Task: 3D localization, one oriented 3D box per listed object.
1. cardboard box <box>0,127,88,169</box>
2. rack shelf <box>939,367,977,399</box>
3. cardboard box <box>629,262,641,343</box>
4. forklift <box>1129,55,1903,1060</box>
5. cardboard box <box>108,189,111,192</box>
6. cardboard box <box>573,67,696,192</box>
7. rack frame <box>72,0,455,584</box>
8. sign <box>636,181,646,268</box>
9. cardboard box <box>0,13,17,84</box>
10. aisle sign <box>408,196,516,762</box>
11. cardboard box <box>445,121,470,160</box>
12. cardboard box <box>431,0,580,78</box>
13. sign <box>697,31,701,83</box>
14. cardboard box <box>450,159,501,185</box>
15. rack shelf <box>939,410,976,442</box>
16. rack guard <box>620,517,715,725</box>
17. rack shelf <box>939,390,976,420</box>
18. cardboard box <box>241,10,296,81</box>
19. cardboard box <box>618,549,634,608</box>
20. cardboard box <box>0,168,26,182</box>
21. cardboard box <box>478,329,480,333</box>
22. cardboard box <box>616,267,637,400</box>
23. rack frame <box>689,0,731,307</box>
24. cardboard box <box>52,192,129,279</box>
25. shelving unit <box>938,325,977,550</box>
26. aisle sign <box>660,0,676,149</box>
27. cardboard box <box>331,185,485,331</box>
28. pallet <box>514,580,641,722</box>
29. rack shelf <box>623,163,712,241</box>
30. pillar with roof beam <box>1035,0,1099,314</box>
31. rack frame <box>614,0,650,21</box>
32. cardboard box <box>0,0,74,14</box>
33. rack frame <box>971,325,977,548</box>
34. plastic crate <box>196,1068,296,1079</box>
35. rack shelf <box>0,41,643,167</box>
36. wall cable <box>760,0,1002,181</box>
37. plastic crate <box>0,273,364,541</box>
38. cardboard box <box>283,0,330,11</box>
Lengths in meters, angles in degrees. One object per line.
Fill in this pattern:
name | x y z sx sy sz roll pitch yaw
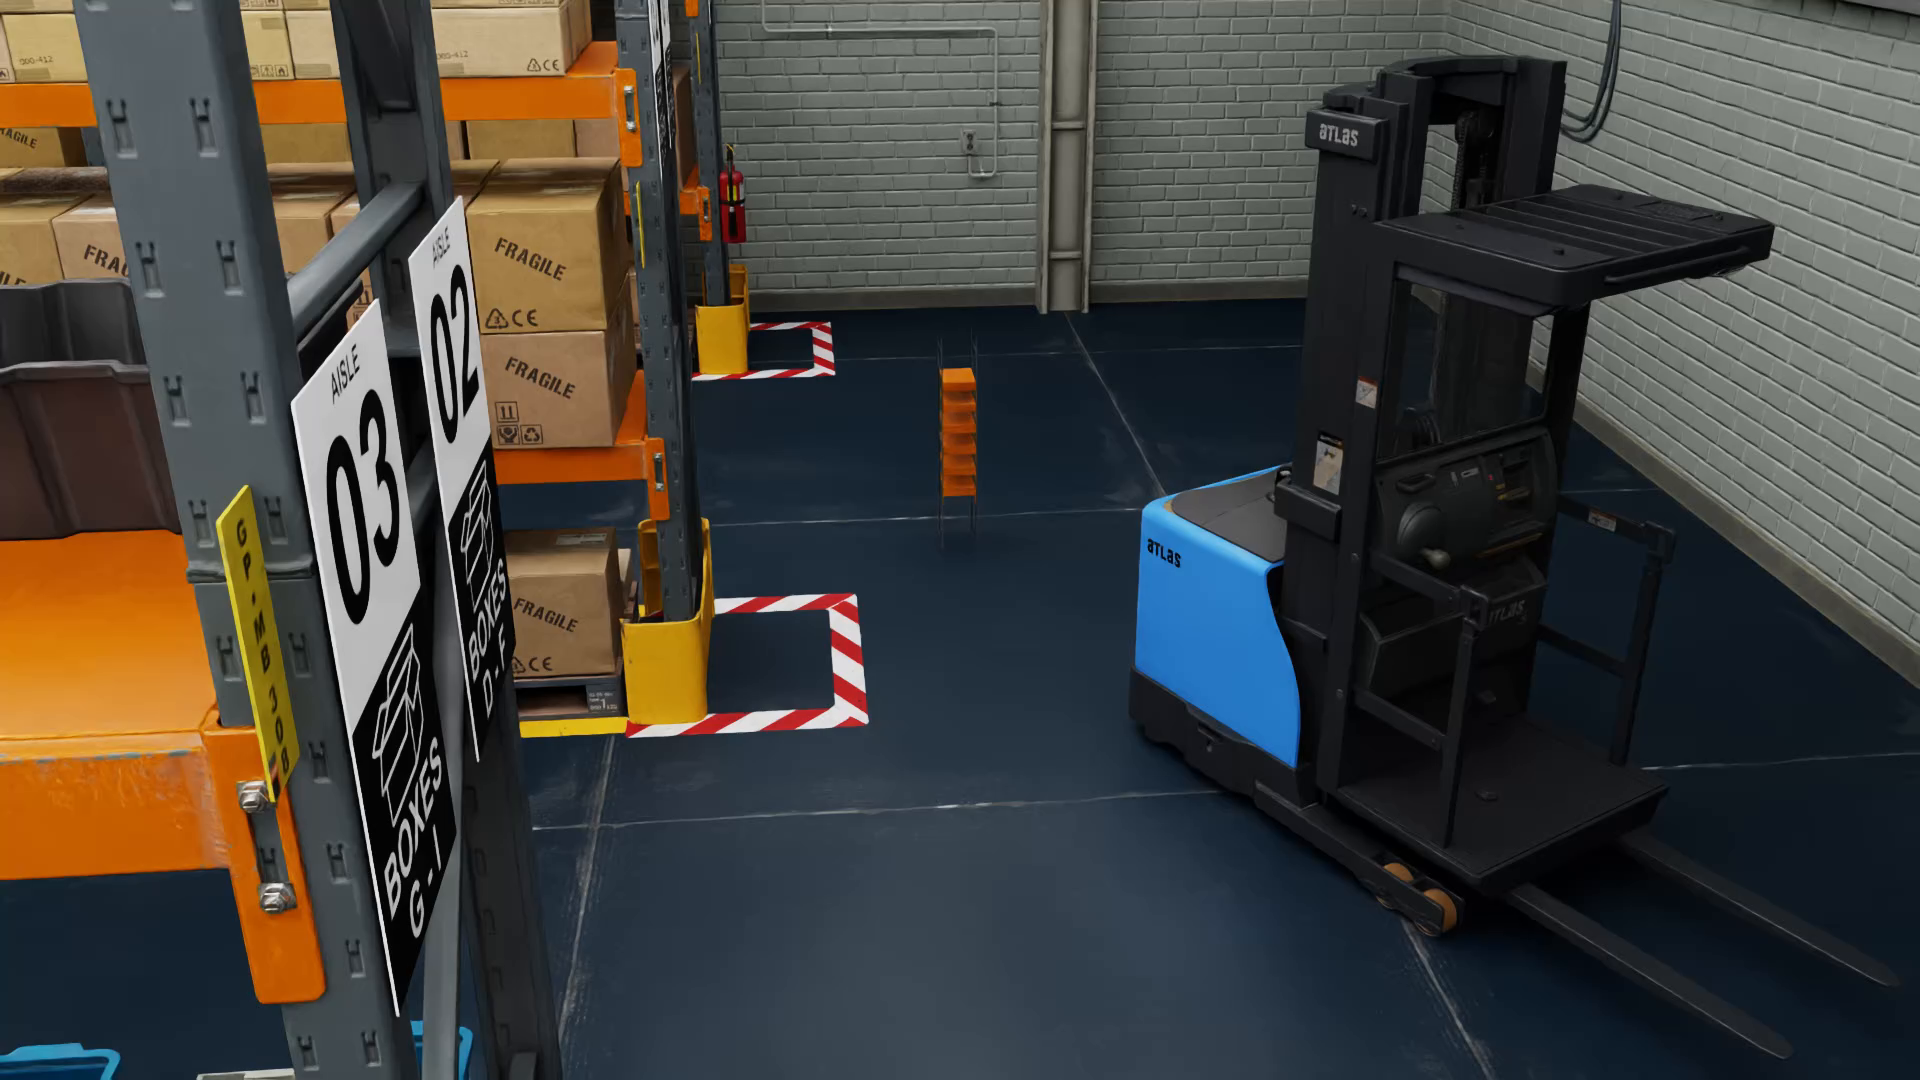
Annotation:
cardboard box | -6.192 -2.703 11.124 0.500 0.500 0.500 -3 24 -6
rack shelf | -0.014 -0.836 8.877 0.180 0.103 0.258 -2 24 -5
cardboard box | -2.464 -1.773 12.107 0.500 0.500 0.700 -2 24 -5
forklift | 1.978 -0.126 5.925 1.130 2.935 3.031 -15 28 -30
cardboard box | -3.277 -1.319 7.170 0.500 0.500 0.500 -3 24 -6
cardboard box | -2.283 -2.905 11.723 0.700 0.700 0.980 -1 24 -3
rack frame | -0.803 -1.529 1.611 0.127 3.000 1.000 -2 24 -5
sign | -1.252 -1.238 6.528 0.005 0.325 0.100 -2 24 -5
cardboard box | -3.763 -1.889 6.299 0.500 0.250 0.500 -2 24 -5
aisle sign | -0.761 -0.098 2.578 0.004 0.787 0.394 -2 24 -5
cardboard box | -3.766 -2.844 11.587 0.700 0.700 0.980 -3 24 -8
cardboard box | -1.772 -1.965 6.469 0.500 0.250 0.500 -2 24 -5
sign | -1.737 -3.209 11.060 0.005 0.325 0.100 -2 24 -5
cardboard box | -2.273 -1.357 7.257 0.500 0.500 0.500 -2 24 -5
rack shelf | -0.014 -0.617 8.974 0.180 0.103 0.258 -2 24 -5
rack guard | -1.362 0.355 7.835 0.348 0.500 1.175 -2 24 -5
rack shelf | -0.014 -0.726 8.926 0.180 0.103 0.258 -2 24 -5
cardboard box | -2.767 -1.924 6.378 0.500 0.250 0.500 -2 24 -5
cardboard box | -1.737 0.190 8.099 0.250 0.149 0.380 -2 24 -5
cardboard box | -4.280 -1.279 7.081 0.500 0.500 0.500 -3 24 -6
cardboard box | -2.221 -0.686 6.976 0.500 0.500 0.500 -2 24 -5
cardboard box | -1.754 -0.924 7.514 0.500 0.500 0.500 -2 24 -4
rack frame | -1.777 -2.792 11.838 0.127 3.000 1.000 -2 24 -5
cardboard box | -3.231 -1.100 6.678 0.500 0.500 0.500 -2 24 -4
shelving unit | -0.014 -0.548 9.005 0.189 1.200 0.258 -2 24 -5
aisle sign | -1.247 -2.099 7.079 0.004 0.787 0.394 -2 24 -5
cardboard box | -2.205 -1.143 6.774 0.500 0.500 0.500 -2 24 -4
pallet | -2.155 0.520 7.821 1.213 0.211 1.003 -2 24 -5
rack shelf | -3.767 -2.383 11.805 4.000 0.370 1.077 -2 24 -5
pillar with roof beam | 1.248 -4.251 7.734 0.400 9.000 9.100 -2 24 -5
rack frame | -1.286 -3.531 6.116 0.127 3.000 1.000 -2 24 -5
cardboard box | -3.265 -2.136 6.238 0.500 0.250 0.500 -2 24 -5
rack frame | 0.077 -0.551 9.013 0.006 1.200 0.240 -2 24 -5
plastic crate | -1.409 1.162 3.194 0.298 0.136 0.250 -2 24 -5
rack shelf | -3.277 -1.752 6.691 4.000 0.370 1.077 -2 24 -5
wall cable | -0.596 -3.690 12.607 1.851 1.984 0.084 -2 24 -5
plastic crate | -1.214 -0.196 2.465 0.590 0.269 0.497 -2 24 -5
cardboard box | -2.270 -2.177 6.330 0.500 0.250 0.500 -2 24 -5
